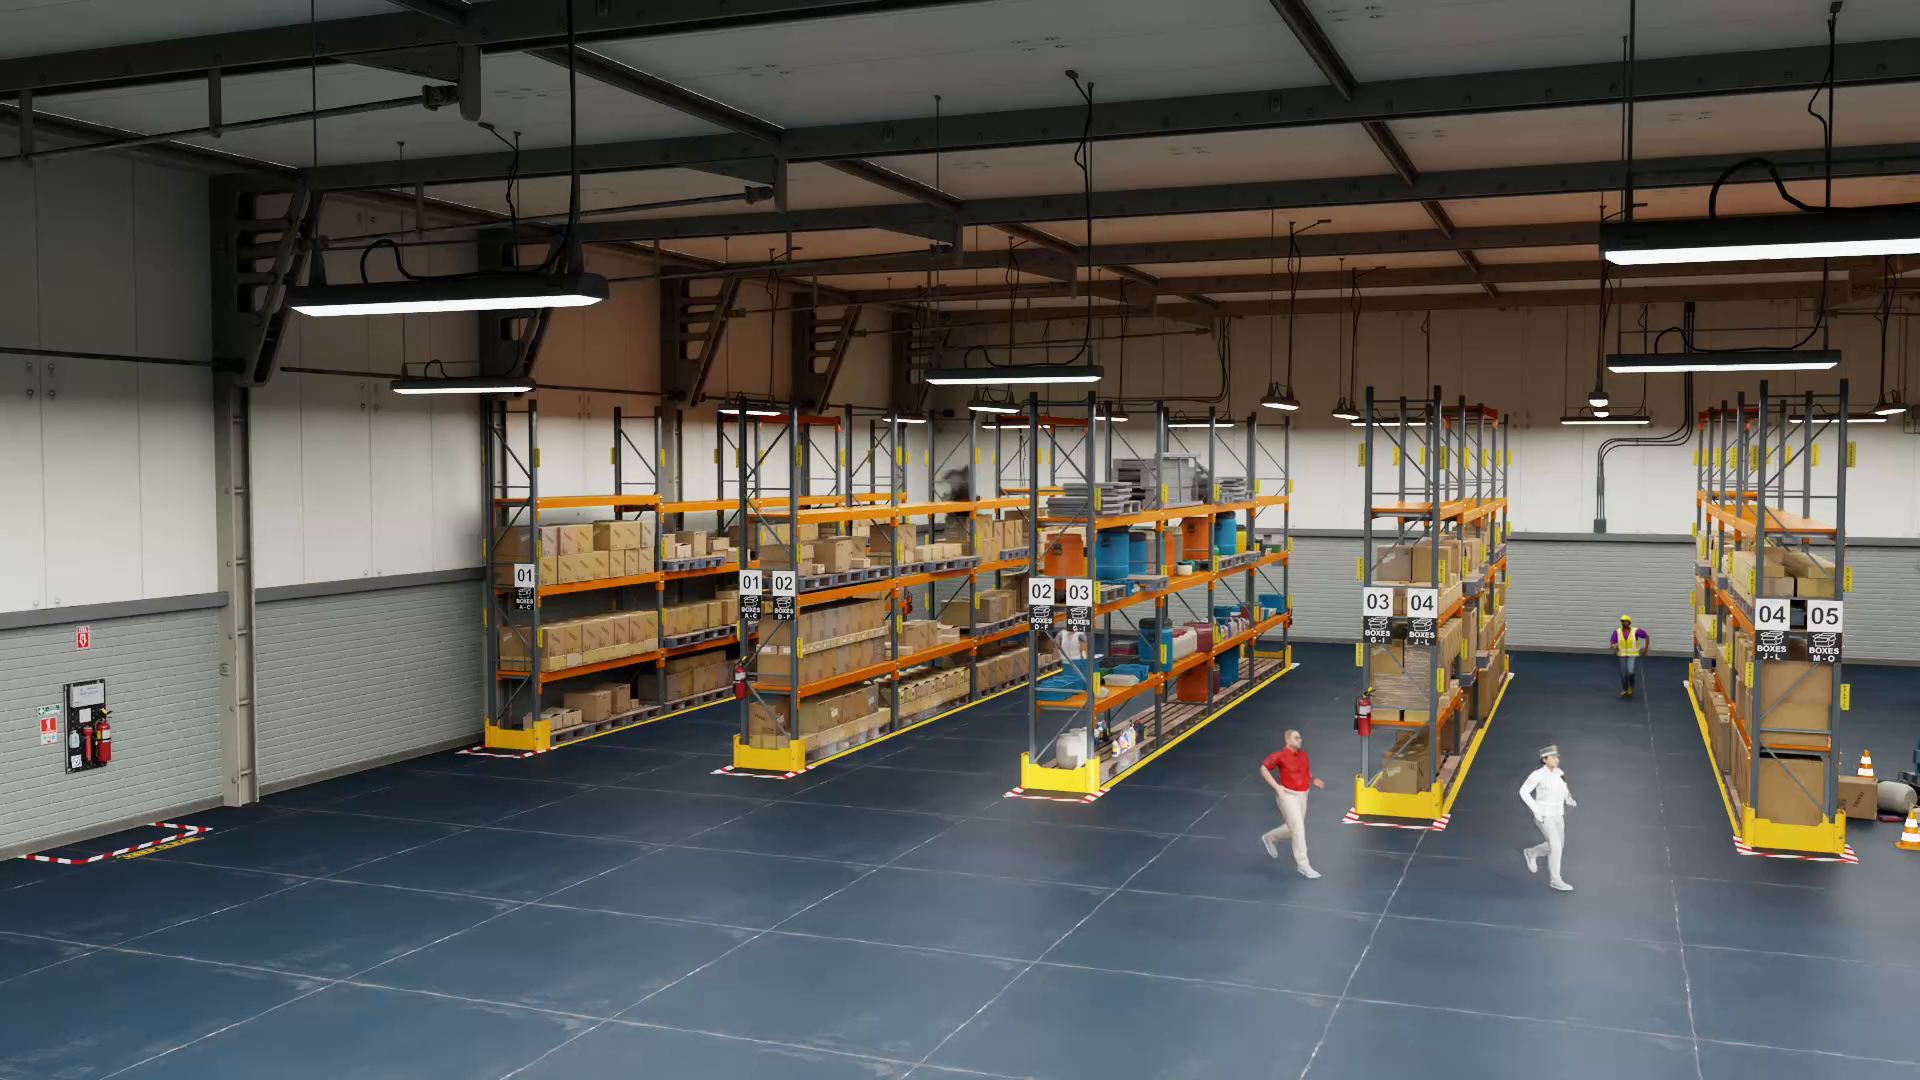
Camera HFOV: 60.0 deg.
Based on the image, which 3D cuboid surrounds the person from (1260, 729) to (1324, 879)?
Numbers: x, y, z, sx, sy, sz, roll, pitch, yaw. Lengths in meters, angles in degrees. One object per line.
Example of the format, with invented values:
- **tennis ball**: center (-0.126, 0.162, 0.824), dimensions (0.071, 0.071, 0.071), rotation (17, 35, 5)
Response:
- **person**: center (4.008, 3.155, 20.125), dimensions (0.664, 1.737, 0.927), rotation (-2, 4, -41)

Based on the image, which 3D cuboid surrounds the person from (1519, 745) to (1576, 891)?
- **person**: center (6.840, 3.204, 19.420), dimensions (0.617, 1.665, 0.743), rotation (-1, 3, -27)

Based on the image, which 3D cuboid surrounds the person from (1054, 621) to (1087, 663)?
- **person**: center (2.216, 2.462, 33.622), dimensions (0.635, 1.825, 0.749), rotation (1, 3, 16)

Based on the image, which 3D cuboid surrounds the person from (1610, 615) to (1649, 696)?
- **person**: center (13.894, 2.417, 34.570), dimensions (0.725, 1.714, 0.797), rotation (2, 3, 34)
